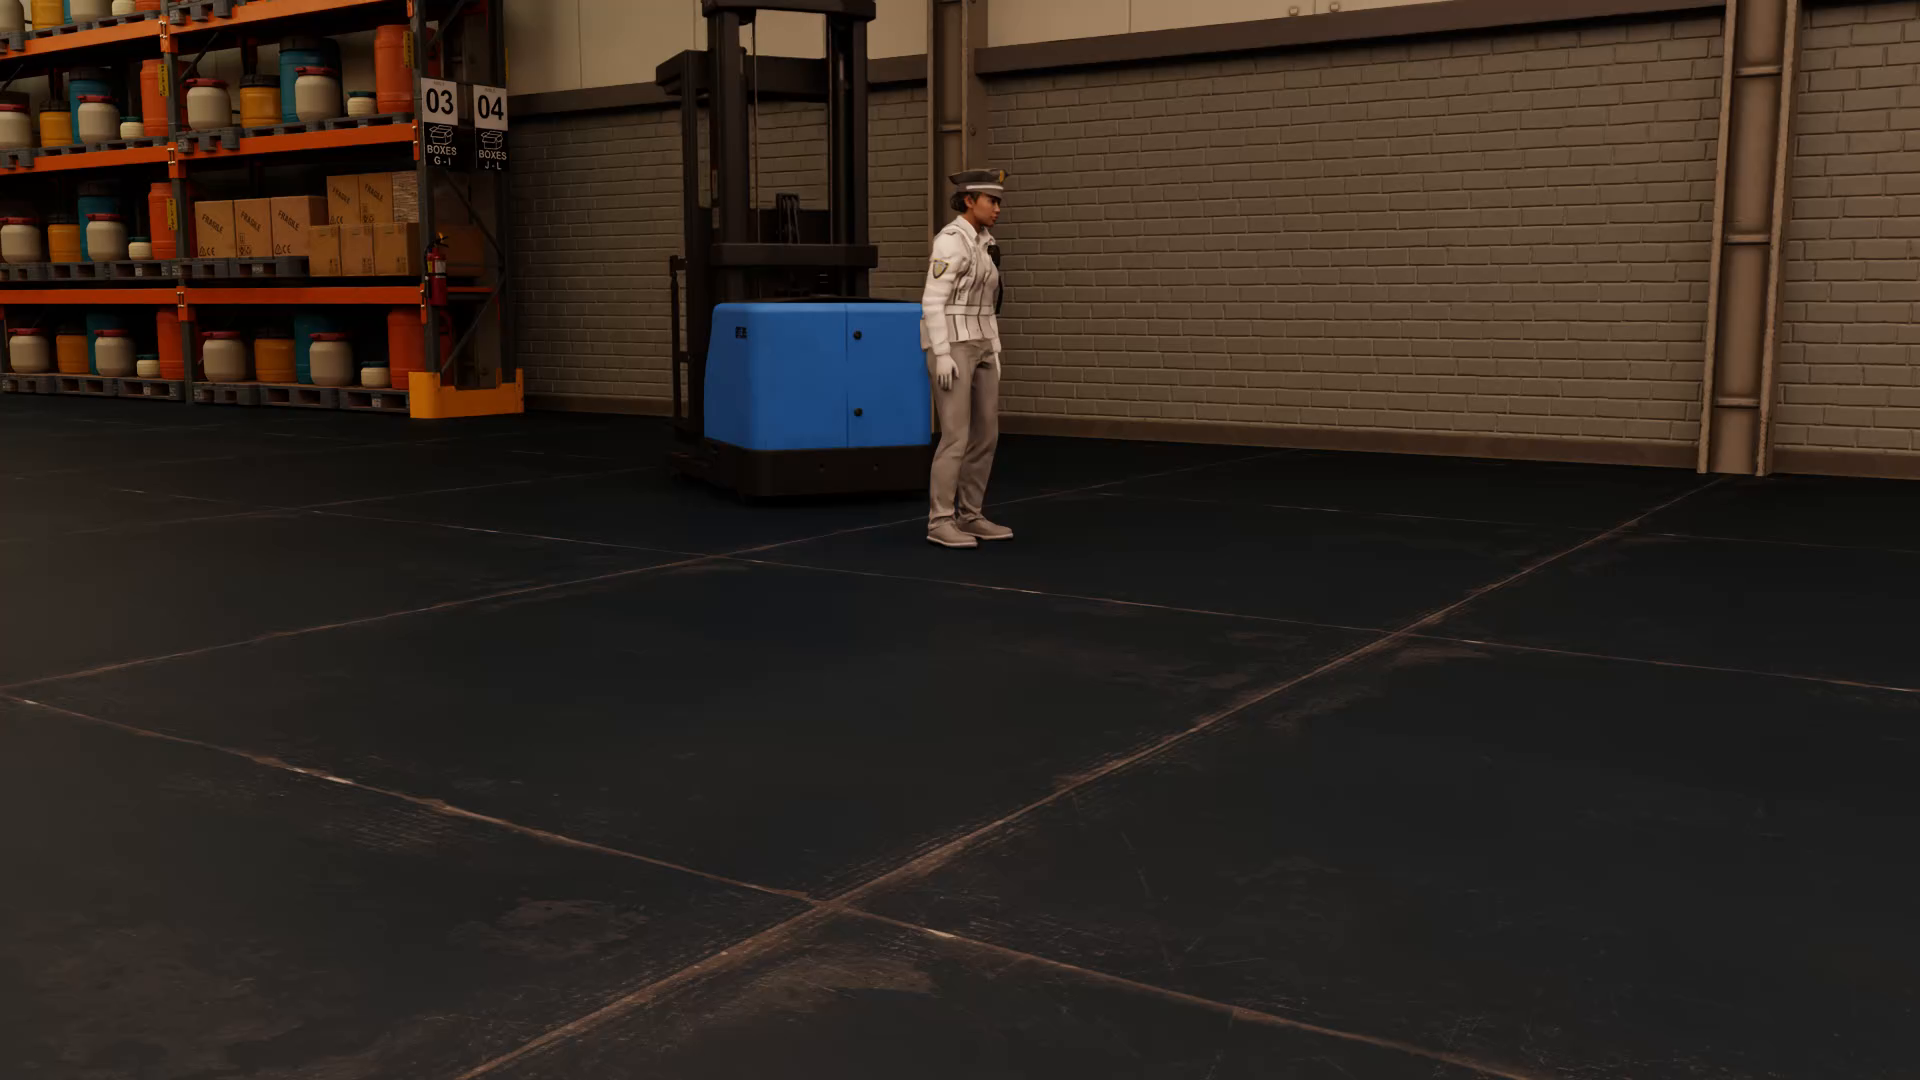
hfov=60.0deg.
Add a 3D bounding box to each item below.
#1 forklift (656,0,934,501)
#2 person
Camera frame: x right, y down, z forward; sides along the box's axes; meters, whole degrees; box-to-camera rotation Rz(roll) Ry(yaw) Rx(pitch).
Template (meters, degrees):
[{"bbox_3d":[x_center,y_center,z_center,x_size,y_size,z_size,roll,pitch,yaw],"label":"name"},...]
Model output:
[{"bbox_3d":[-1.182,-1.828,10.049,1.130,2.935,3.031,-3,9,-23],"label":"forklift"},{"bbox_3d":[0.030,-0.821,7.479,0.372,1.663,0.529,5,10,32],"label":"person"}]
